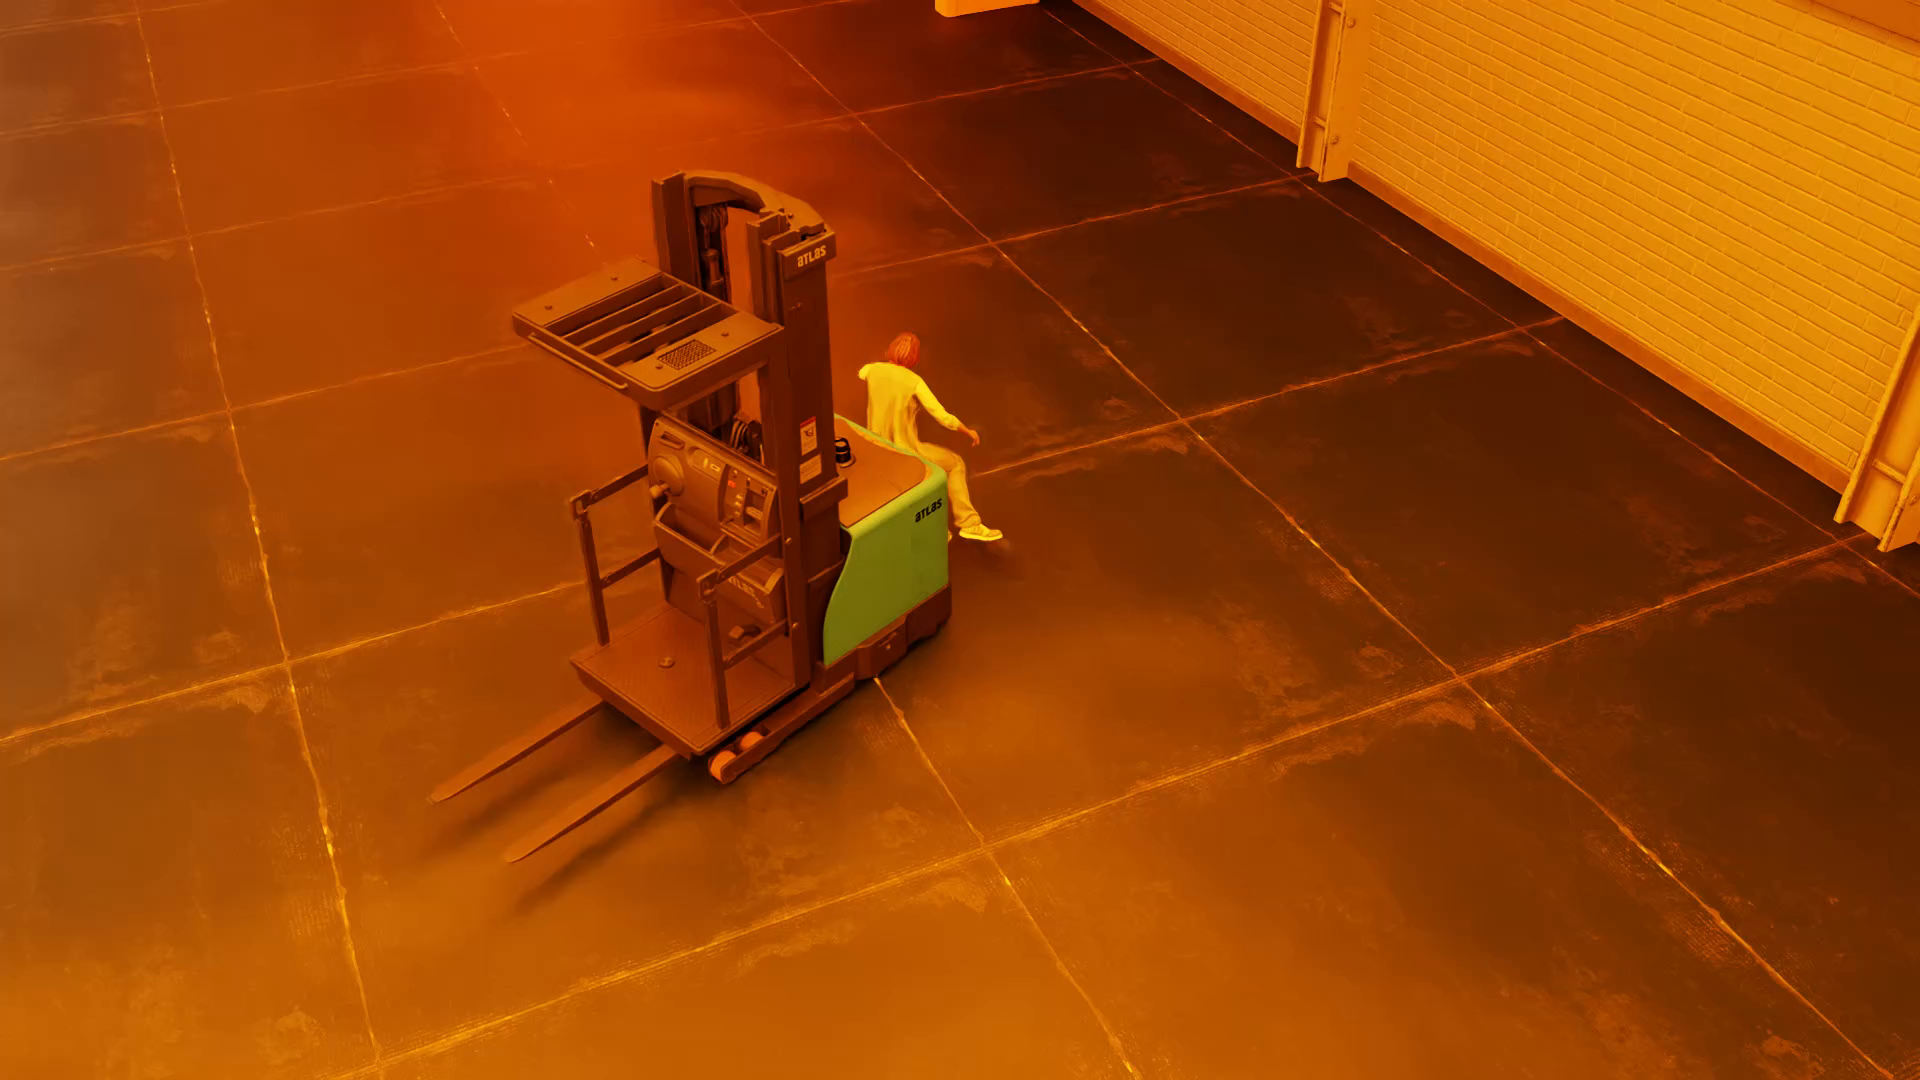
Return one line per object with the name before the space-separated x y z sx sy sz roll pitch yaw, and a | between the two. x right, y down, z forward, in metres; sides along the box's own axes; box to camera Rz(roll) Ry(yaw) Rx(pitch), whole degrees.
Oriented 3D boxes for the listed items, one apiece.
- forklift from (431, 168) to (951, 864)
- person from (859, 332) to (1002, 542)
forklift | -1.412 -0.238 8.372 1.130 2.935 3.031 28 45 32
person | -0.172 -0.640 10.236 1.027 1.363 0.849 13 39 17
